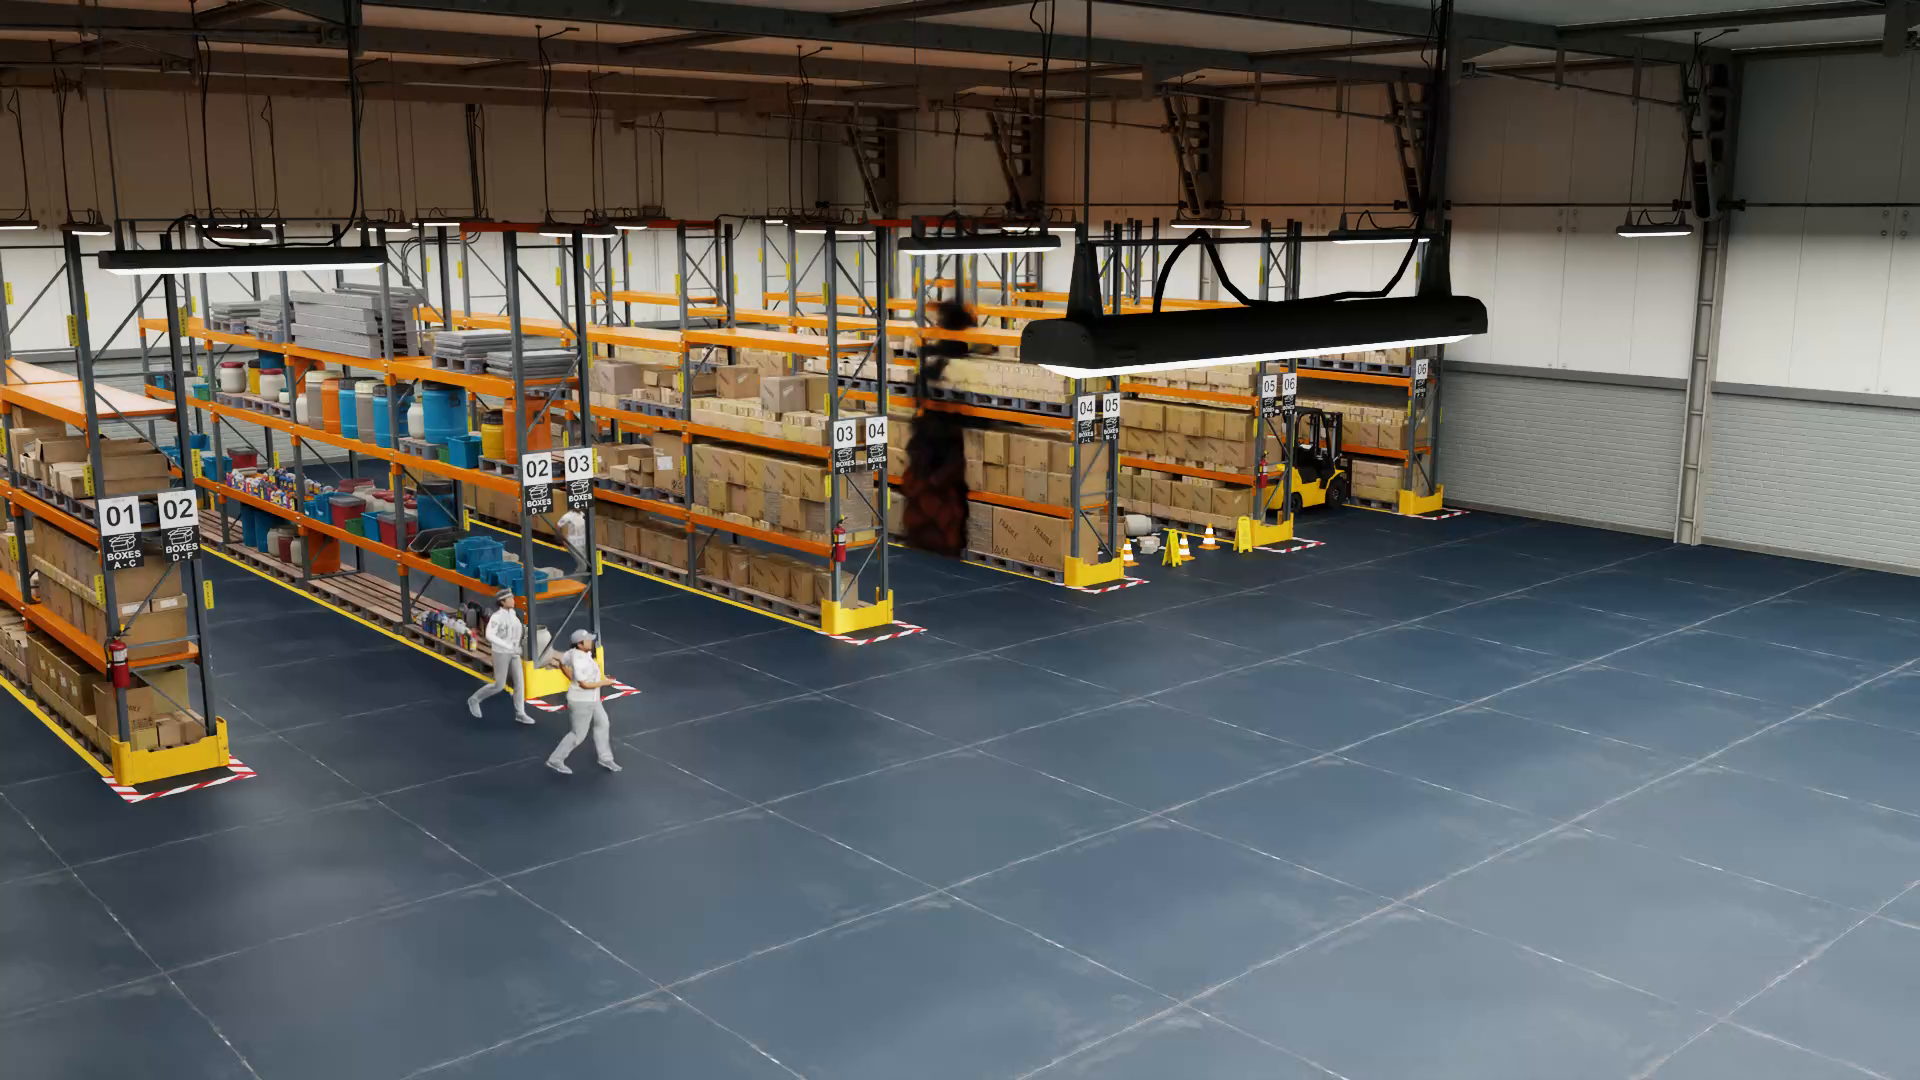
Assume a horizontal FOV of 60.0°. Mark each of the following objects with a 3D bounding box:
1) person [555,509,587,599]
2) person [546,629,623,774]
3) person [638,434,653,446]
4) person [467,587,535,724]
[{"bbox_3d":[-6.196,0.112,27.055,0.697,1.711,0.545,8,14,35],"label":"person"},{"bbox_3d":[-4.236,1.840,18.622,0.835,1.707,0.609,-2,12,-11],"label":"person"},{"bbox_3d":[-7.846,-2.881,41.850,0.647,1.711,0.638,-11,16,-44],"label":"person"},{"bbox_3d":[-5.625,1.408,20.662,0.902,1.653,0.674,4,12,18],"label":"person"}]
